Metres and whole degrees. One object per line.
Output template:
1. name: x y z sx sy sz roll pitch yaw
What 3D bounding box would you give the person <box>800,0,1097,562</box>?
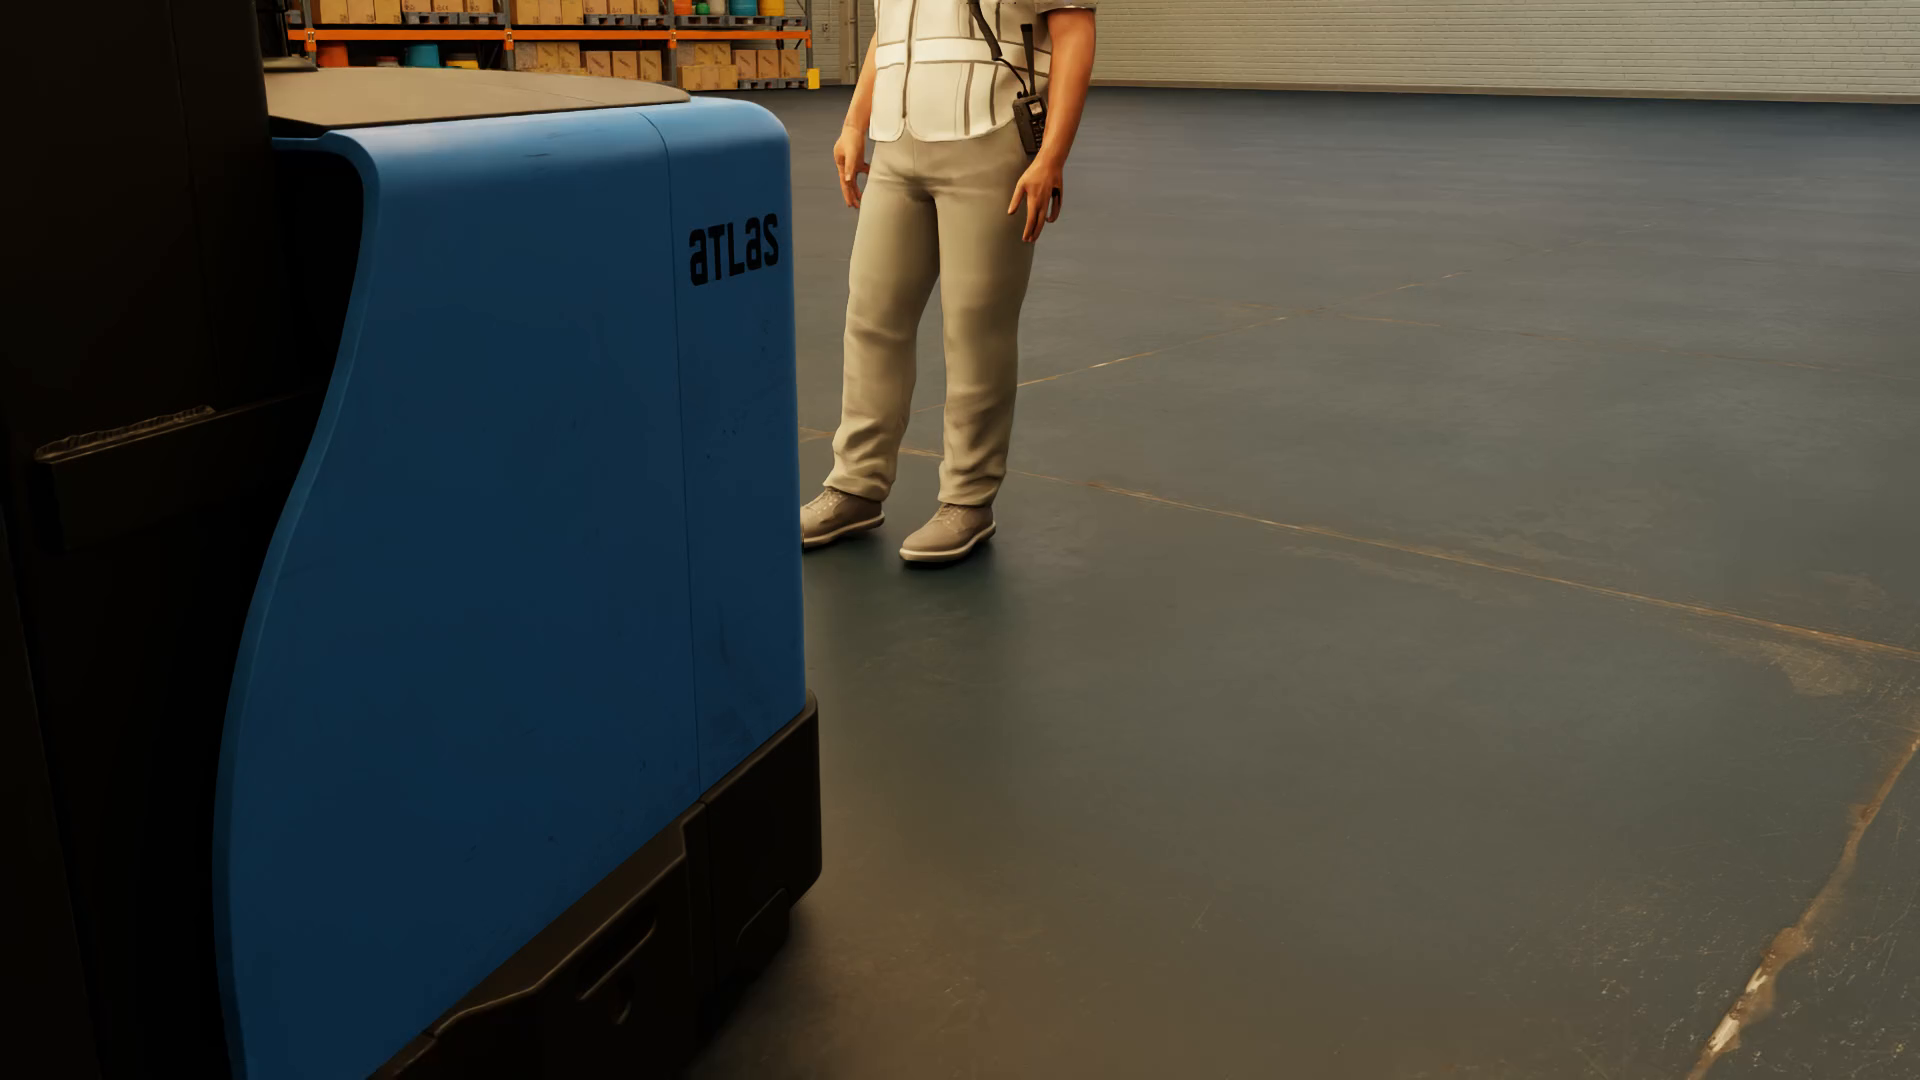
1. person: -0.058 -0.845 3.630 0.641 1.781 0.574 13 21 37

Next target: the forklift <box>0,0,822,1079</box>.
1. forklift: -1.175 -0.549 0.707 1.130 2.935 3.031 6 18 19
